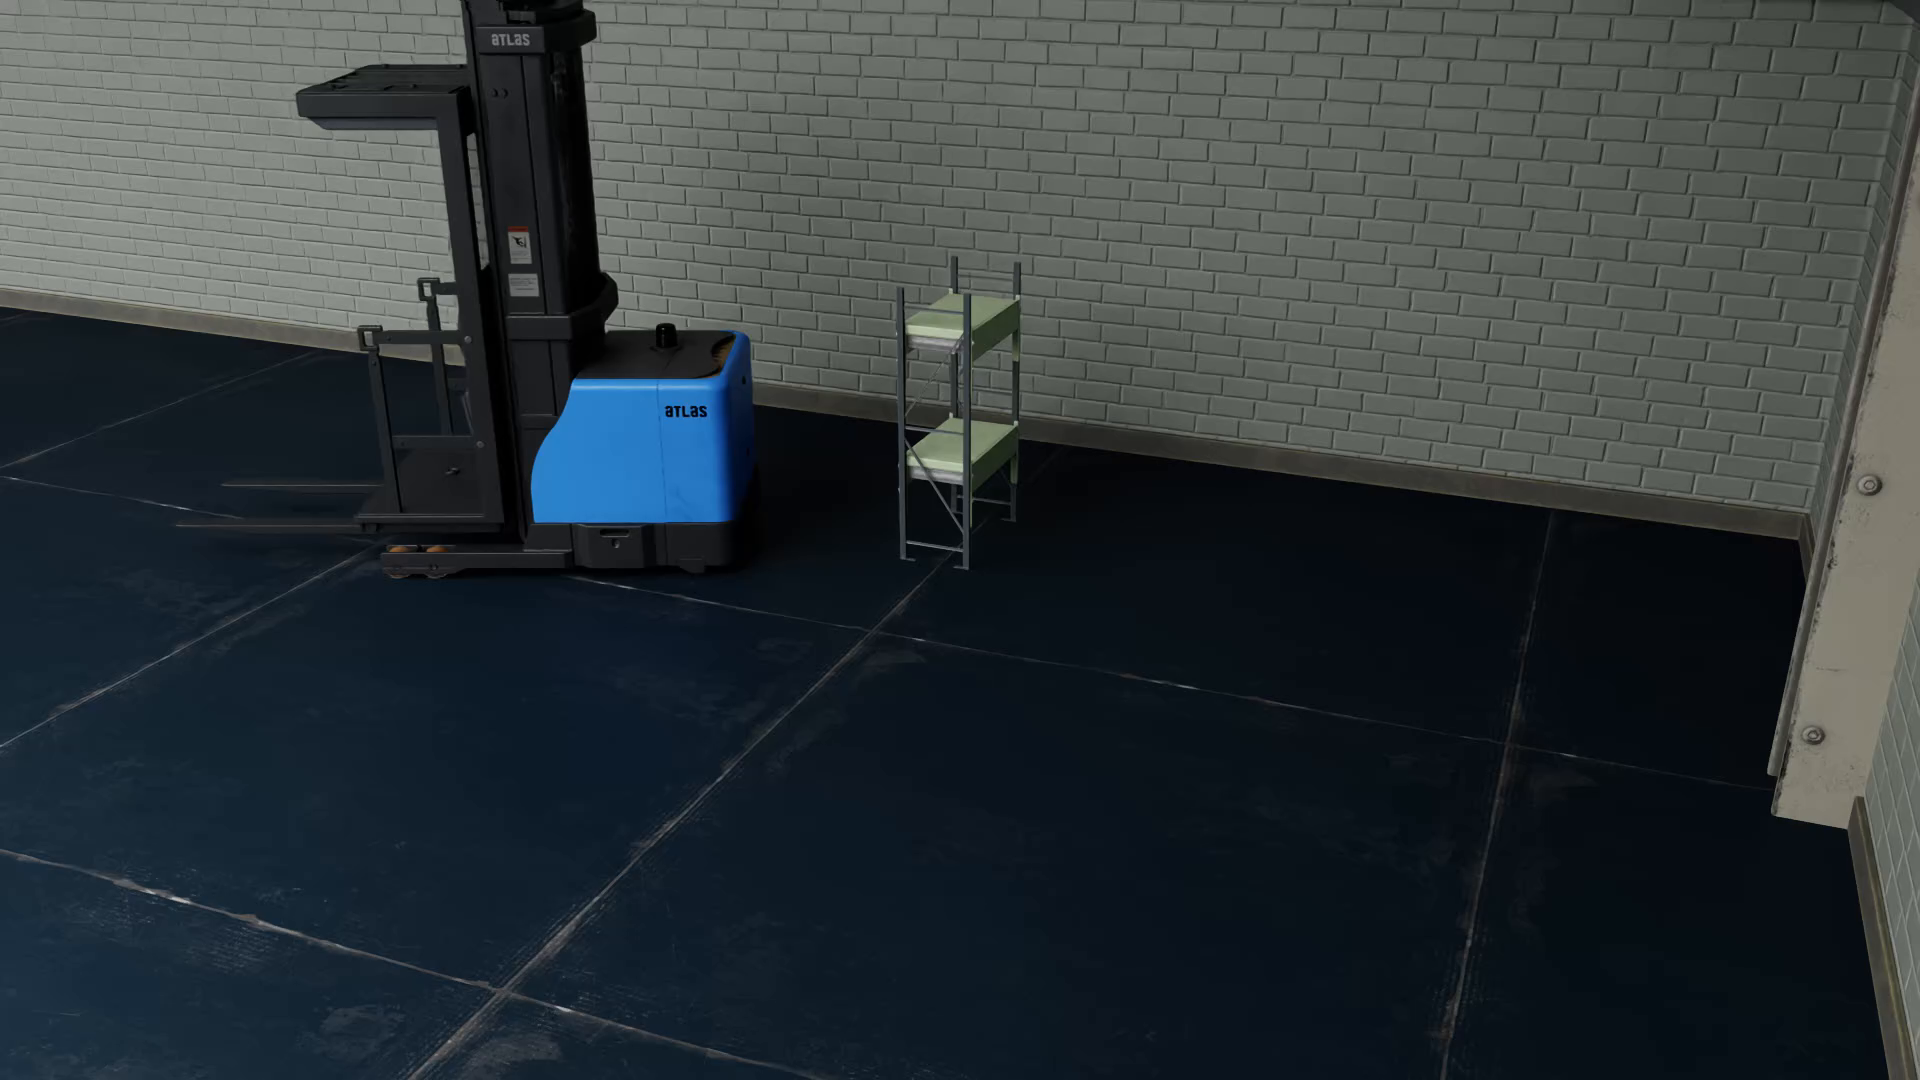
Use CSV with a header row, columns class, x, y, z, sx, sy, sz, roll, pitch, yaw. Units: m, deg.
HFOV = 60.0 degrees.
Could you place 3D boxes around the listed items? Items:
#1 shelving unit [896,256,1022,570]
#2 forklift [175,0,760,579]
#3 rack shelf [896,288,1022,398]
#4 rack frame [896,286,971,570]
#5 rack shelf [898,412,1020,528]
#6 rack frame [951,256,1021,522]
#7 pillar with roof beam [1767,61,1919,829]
class,x,y,z,sx,sy,sz,roll,pitch,yaw
shelving unit,0.002,-0.694,8.967,0.431,1.500,0.755,9,24,20
forklift,-2.670,-1.353,8.685,3.031,2.935,1.130,0,23,0
rack shelf,0.002,-1.055,8.816,0.431,0.370,0.720,9,24,20
rack frame,-0.133,-0.563,8.653,0.400,1.500,0.023,9,24,20
rack shelf,0.002,-0.394,9.092,0.431,0.370,0.720,9,24,20
rack frame,0.138,-0.825,9.280,0.400,1.500,0.023,9,24,20
pillar with roof beam,-0.546,-3.721,6.483,9.100,9.000,0.400,9,24,20
